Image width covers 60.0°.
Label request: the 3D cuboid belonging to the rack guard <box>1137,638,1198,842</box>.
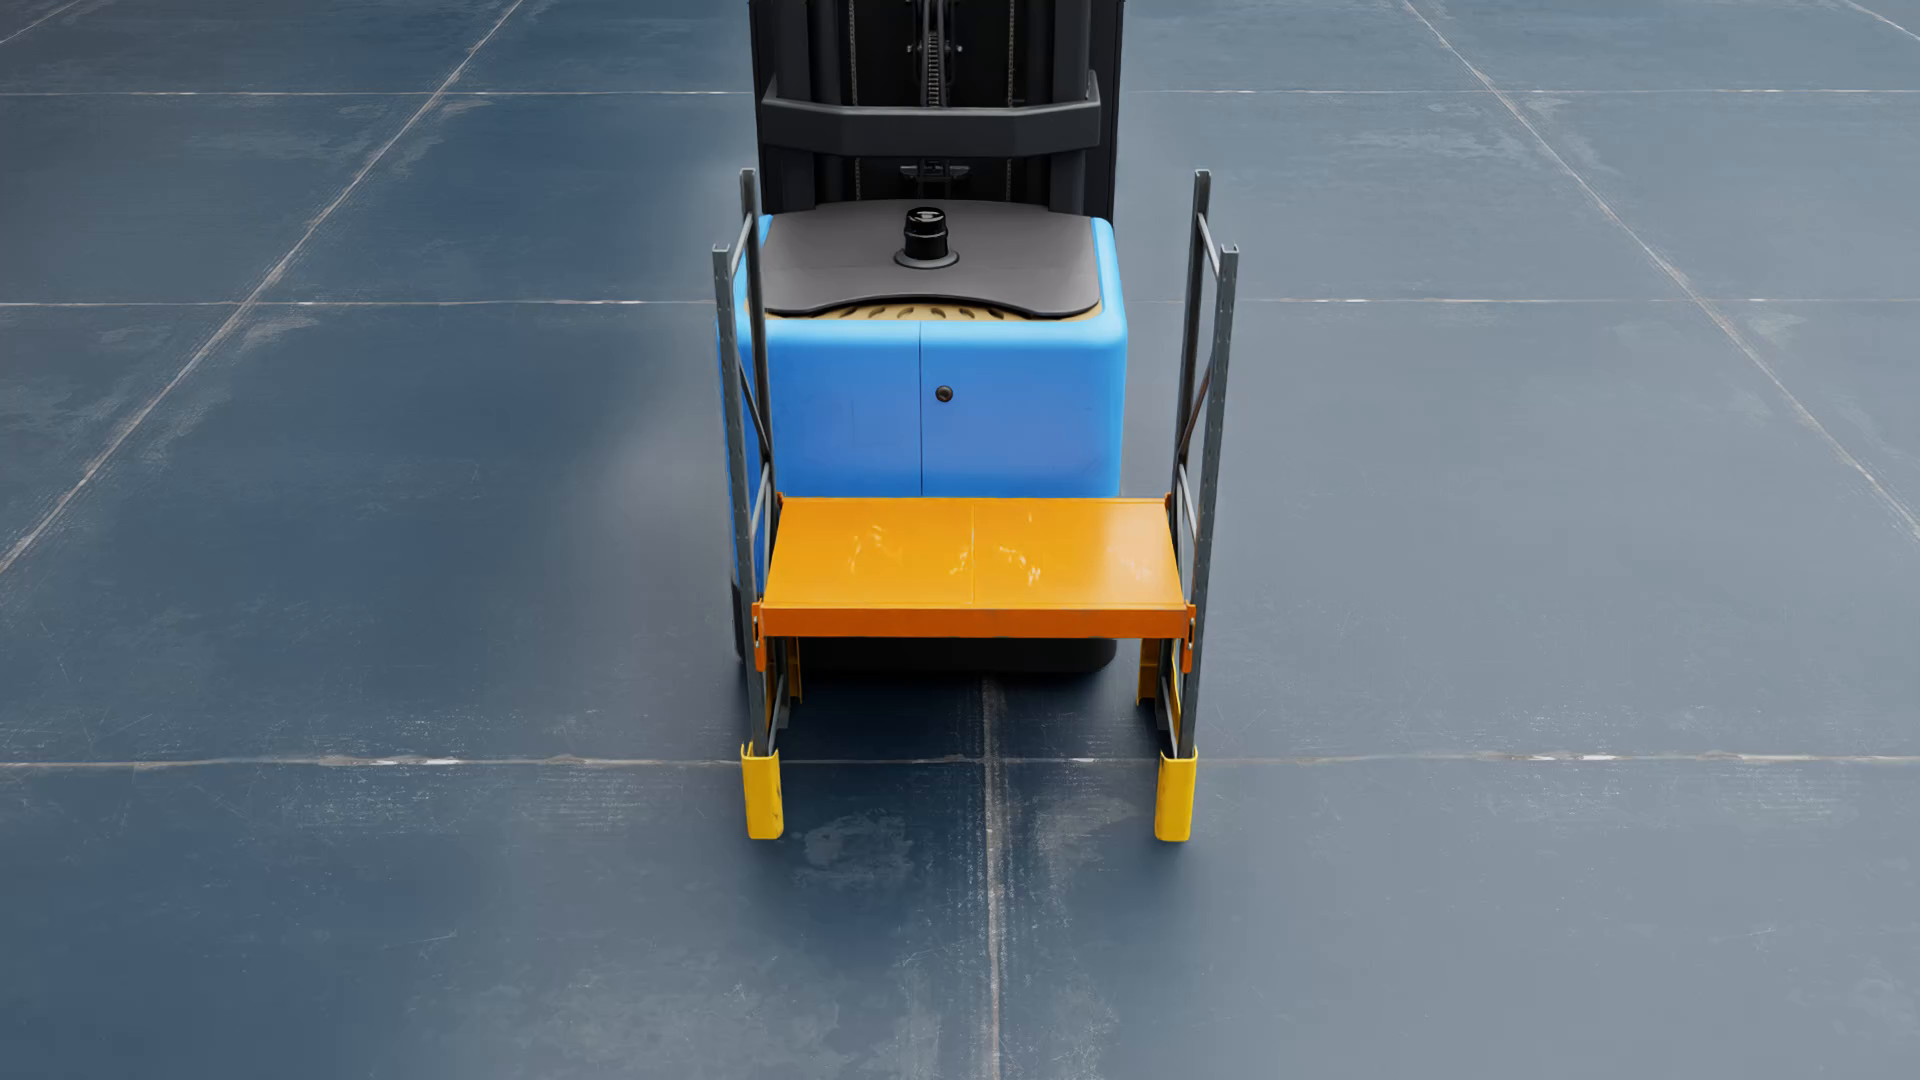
[{"bbox_3d":[0.521,0.474,4.227,0.087,0.250,0.587,0,31,0],"label":"rack guard"}]

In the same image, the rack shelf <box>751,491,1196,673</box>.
[{"bbox_3d":[0.032,0.092,3.998,1.000,0.185,0.538,0,31,0],"label":"rack shelf"}]

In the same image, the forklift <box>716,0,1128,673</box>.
[{"bbox_3d":[-0.063,-1.621,5.096,1.130,2.935,3.031,1,31,1],"label":"forklift"}]

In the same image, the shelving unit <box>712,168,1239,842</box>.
[{"bbox_3d":[0.023,-0.062,3.904,1.083,1.500,0.587,0,31,0],"label":"shelving unit"}]

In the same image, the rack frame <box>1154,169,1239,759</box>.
[{"bbox_3d":[0.541,-0.060,3.901,0.032,1.500,0.500,0,31,0],"label":"rack frame"}]

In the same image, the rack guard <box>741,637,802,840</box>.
[{"bbox_3d":[-0.475,0.470,4.233,0.087,0.250,0.587,0,31,0],"label":"rack guard"}]

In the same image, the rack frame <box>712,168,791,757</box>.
[{"bbox_3d":[-0.476,-0.063,3.908,0.032,1.500,0.500,0,31,0],"label":"rack frame"}]
